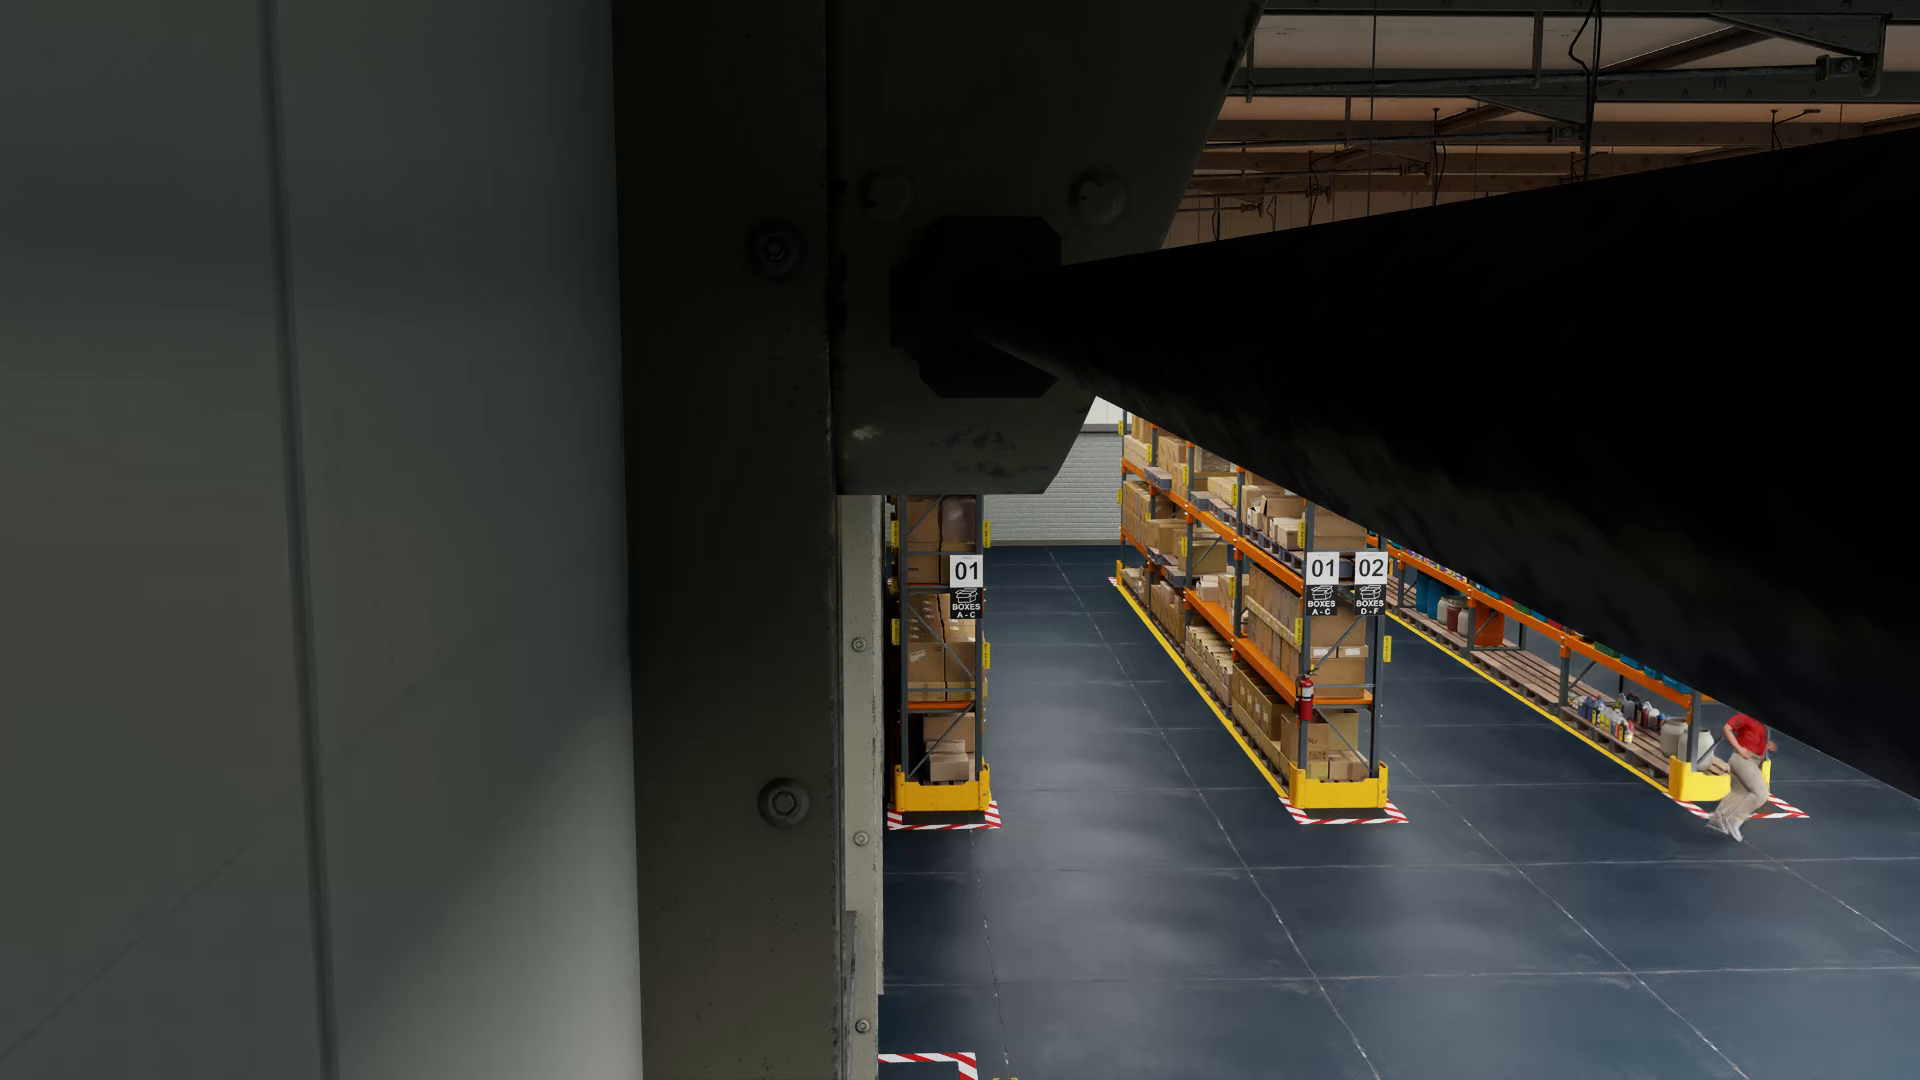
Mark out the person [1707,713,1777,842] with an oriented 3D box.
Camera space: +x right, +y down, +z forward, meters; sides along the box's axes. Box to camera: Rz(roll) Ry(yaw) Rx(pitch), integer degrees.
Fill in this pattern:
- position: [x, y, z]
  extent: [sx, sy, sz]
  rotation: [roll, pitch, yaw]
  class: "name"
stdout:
- position: [9.220, 2.642, 19.539]
  extent: [0.665, 1.713, 0.727]
  rotation: [5, 10, 31]
  class: "person"
